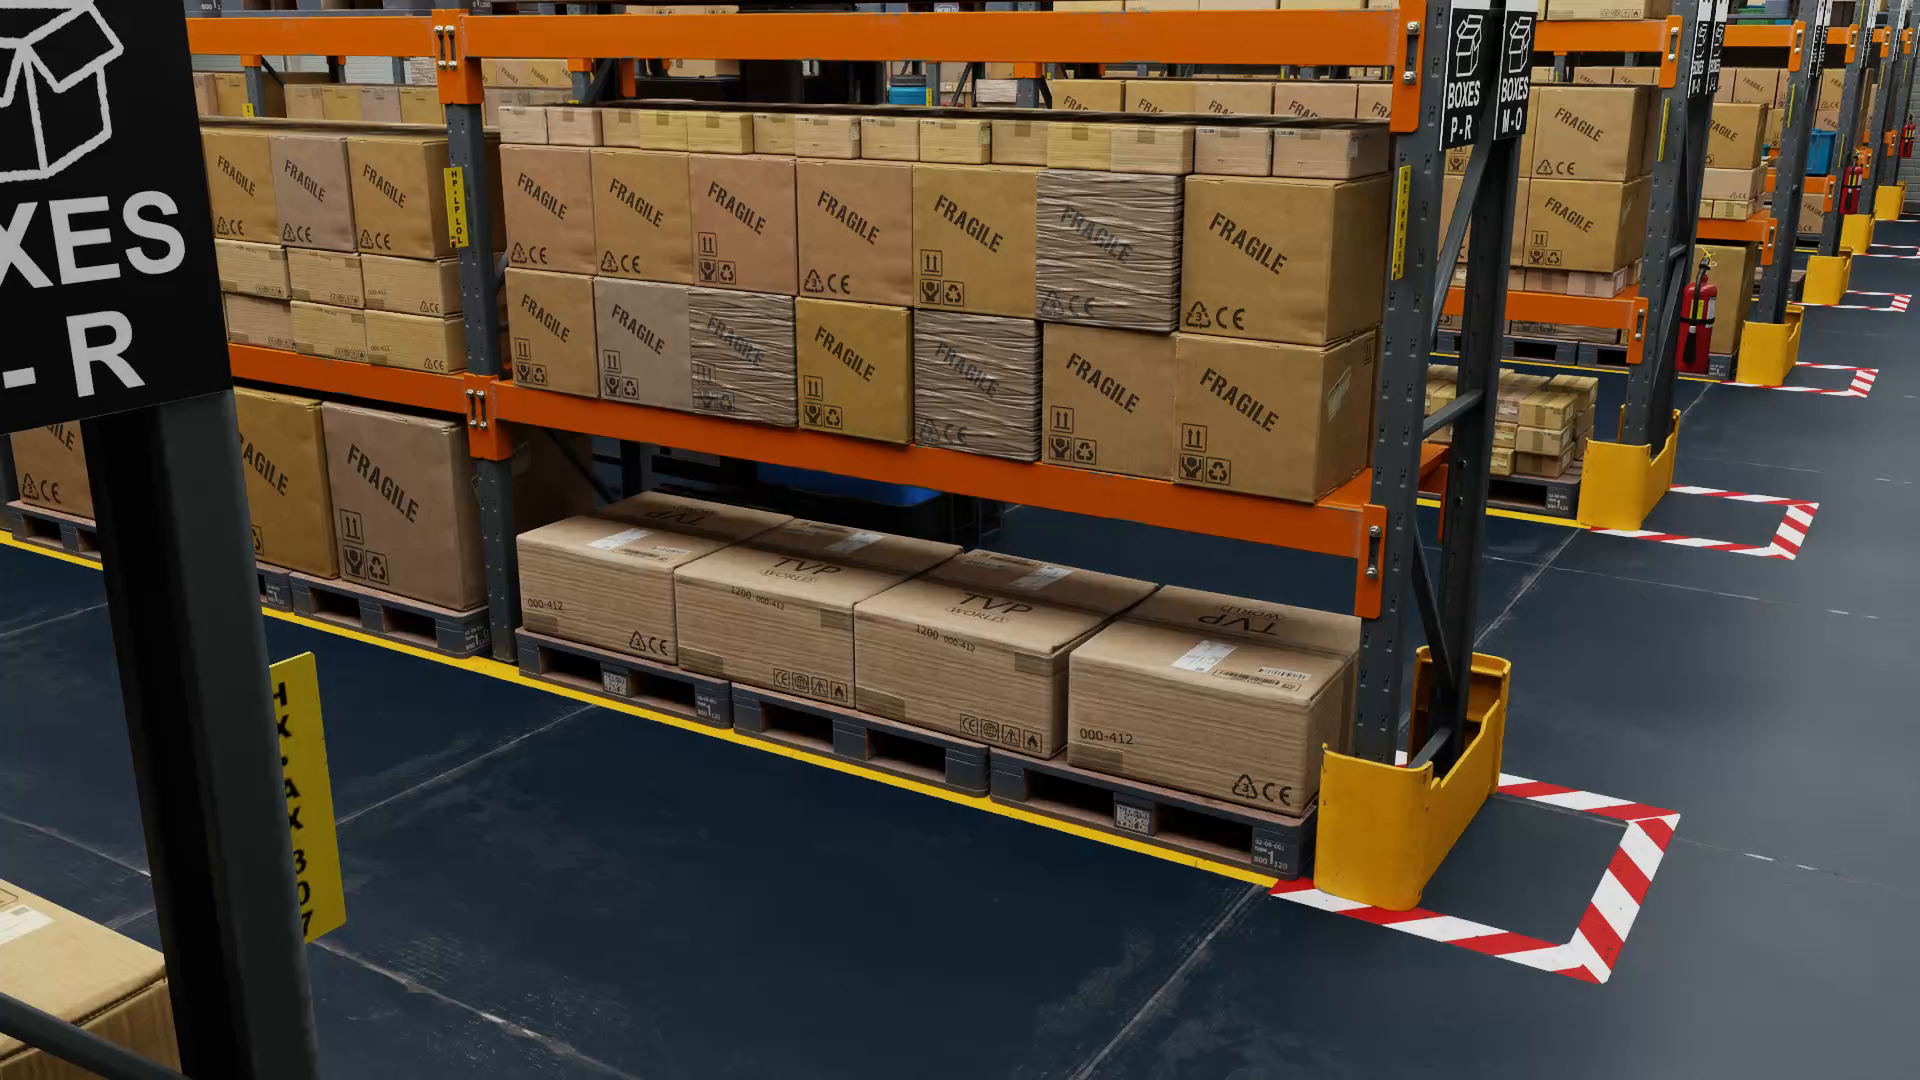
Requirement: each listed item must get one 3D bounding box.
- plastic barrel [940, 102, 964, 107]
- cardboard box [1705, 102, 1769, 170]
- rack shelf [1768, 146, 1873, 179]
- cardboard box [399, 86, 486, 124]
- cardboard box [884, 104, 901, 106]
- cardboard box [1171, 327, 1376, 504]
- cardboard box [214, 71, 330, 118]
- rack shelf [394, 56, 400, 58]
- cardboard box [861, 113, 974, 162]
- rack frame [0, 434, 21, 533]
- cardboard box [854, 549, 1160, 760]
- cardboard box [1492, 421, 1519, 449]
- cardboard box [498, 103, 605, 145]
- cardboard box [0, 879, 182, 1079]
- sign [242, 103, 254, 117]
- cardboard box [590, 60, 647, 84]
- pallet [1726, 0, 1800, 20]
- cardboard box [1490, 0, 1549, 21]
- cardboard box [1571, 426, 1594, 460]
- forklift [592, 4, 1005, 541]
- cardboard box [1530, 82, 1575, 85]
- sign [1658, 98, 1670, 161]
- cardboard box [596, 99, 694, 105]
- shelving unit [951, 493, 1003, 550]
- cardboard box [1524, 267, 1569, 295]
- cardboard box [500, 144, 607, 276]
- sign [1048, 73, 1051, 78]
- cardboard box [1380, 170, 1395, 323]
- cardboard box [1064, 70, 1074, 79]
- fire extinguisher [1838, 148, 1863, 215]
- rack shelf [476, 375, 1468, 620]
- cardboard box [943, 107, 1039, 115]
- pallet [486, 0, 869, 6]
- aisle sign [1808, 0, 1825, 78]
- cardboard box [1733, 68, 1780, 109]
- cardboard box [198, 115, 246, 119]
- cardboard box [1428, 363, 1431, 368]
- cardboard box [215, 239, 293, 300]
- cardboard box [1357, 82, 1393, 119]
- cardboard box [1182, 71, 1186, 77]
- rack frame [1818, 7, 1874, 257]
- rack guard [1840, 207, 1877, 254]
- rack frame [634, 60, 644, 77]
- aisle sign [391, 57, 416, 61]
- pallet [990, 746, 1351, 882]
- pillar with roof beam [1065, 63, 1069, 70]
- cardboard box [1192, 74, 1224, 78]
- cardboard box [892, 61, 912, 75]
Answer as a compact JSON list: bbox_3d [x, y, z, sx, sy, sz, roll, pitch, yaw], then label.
[{"bbox_3d":[-0.155,-5.766,22.968,0.433,0.535,0.433,0,17,0],"label":"plastic barrel"},{"bbox_3d":[6.225,-3.287,13.498,0.500,0.500,0.500,10,20,31],"label":"cardboard box"},{"bbox_3d":[10.261,-5.262,22.779,4.000,0.370,1.077,10,20,30],"label":"rack shelf"},{"bbox_3d":[-4.404,-3.681,14.447,0.500,0.500,0.700,10,20,30],"label":"cardboard box"},{"bbox_3d":[-1.048,-4.447,17.964,0.500,0.500,0.700,14,22,38],"label":"cardboard box"},{"bbox_3d":[1.042,-0.450,5.529,0.500,0.500,0.500,10,20,30],"label":"cardboard box"},{"bbox_3d":[-6.426,-4.114,15.648,0.550,0.550,0.875,10,20,30],"label":"cardboard box"},{"bbox_3d":[-5.152,-6.069,20.277,4.000,0.370,1.077,10,20,30],"label":"rack shelf"},{"bbox_3d":[-0.149,-1.461,6.022,0.250,0.149,0.380,11,20,32],"label":"cardboard box"},{"bbox_3d":[-5.225,-1.611,9.524,0.127,3.000,1.000,10,20,30],"label":"rack frame"},{"bbox_3d":[0.193,0.418,6.530,0.875,0.438,0.875,11,20,32],"label":"cardboard box"},{"bbox_3d":[3.303,-0.677,10.121,0.250,0.149,0.380,10,19,29],"label":"cardboard box"},{"bbox_3d":[-1.684,-1.727,6.897,0.250,0.149,0.380,10,19,29],"label":"cardboard box"},{"bbox_3d":[-1.248,0.629,1.895,0.500,0.250,0.500,10,20,30],"label":"cardboard box"},{"bbox_3d":[-6.418,-3.775,15.023,0.005,0.325,0.100,10,20,30],"label":"sign"},{"bbox_3d":[-3.975,-5.343,19.405,0.500,0.500,0.500,10,20,30],"label":"cardboard box"},{"bbox_3d":[6.140,-4.352,13.538,1.213,0.211,1.003,10,20,30],"label":"pallet"},{"bbox_3d":[3.132,-3.079,9.452,0.500,0.250,0.500,10,20,30],"label":"cardboard box"},{"bbox_3d":[3.817,-0.631,10.481,0.250,0.149,0.380,11,20,31],"label":"cardboard box"},{"bbox_3d":[-1.244,-1.644,9.752,3.031,2.935,1.130,11,20,32],"label":"forklift"},{"bbox_3d":[3.419,-2.513,10.090,0.500,0.500,0.500,11,20,32],"label":"cardboard box"},{"bbox_3d":[3.789,-2.206,8.948,0.005,0.325,0.100,10,20,30],"label":"sign"},{"bbox_3d":[-1.388,-1.871,7.372,0.250,0.149,0.380,10,19,29],"label":"cardboard box"},{"bbox_3d":[0.095,-0.555,9.145,0.189,1.200,0.258,11,20,32],"label":"shelving unit"},{"bbox_3d":[3.478,-1.542,9.729,0.250,0.149,0.380,10,20,30],"label":"cardboard box"},{"bbox_3d":[-1.538,-1.397,6.925,0.500,0.500,0.500,10,20,30],"label":"cardboard box"},{"bbox_3d":[1.451,-7.441,27.092,0.005,0.325,0.100,10,20,30],"label":"sign"},{"bbox_3d":[1.332,-1.064,5.831,0.500,0.500,0.500,10,19,29],"label":"cardboard box"},{"bbox_3d":[2.023,-8.954,32.632,0.500,0.500,0.500,9,19,28],"label":"cardboard box"},{"bbox_3d":[9.261,-3.724,17.256,0.183,0.674,0.296,10,20,30],"label":"fire extinguisher"},{"bbox_3d":[-0.113,-0.354,6.624,4.000,0.370,1.077,10,20,30],"label":"rack shelf"},{"bbox_3d":[0.135,-1.600,6.479,0.250,0.149,0.380,10,19,29],"label":"cardboard box"},{"bbox_3d":[-1.125,-2.268,6.680,1.213,0.211,1.003,10,20,30],"label":"pallet"},{"bbox_3d":[6.682,-4.007,12.940,0.004,0.787,0.394,10,20,30],"label":"aisle sign"},{"bbox_3d":[10.567,-5.982,22.020,0.500,0.500,0.500,11,20,32],"label":"cardboard box"},{"bbox_3d":[-4.206,-2.048,9.069,0.500,0.500,0.500,11,20,31],"label":"cardboard box"},{"bbox_3d":[2.896,-1.065,10.885,0.250,0.149,0.380,11,20,32],"label":"cardboard box"},{"bbox_3d":[-3.194,-1.328,7.992,0.500,0.250,0.500,11,20,31],"label":"cardboard box"},{"bbox_3d":[2.696,-2.466,9.935,0.500,0.500,0.500,11,20,33],"label":"cardboard box"},{"bbox_3d":[4.038,-8.774,32.039,0.500,0.500,0.500,10,19,29],"label":"cardboard box"},{"bbox_3d":[9.370,-4.075,17.637,0.127,3.000,1.000,10,20,30],"label":"rack frame"},{"bbox_3d":[11.901,-4.117,22.075,0.348,0.500,1.175,10,20,30],"label":"rack guard"},{"bbox_3d":[-3.447,-4.674,19.607,0.127,3.000,1.000,10,20,30],"label":"rack frame"},{"bbox_3d":[-7.066,-6.461,21.019,0.004,0.787,0.394,10,20,30],"label":"aisle sign"},{"bbox_3d":[0.869,0.838,6.260,1.213,0.211,1.003,10,20,30],"label":"pallet"},{"bbox_3d":[-0.283,-10.875,29.699,0.400,9.000,9.100,10,20,30],"label":"pillar with roof beam"},{"bbox_3d":[4.745,-8.527,31.362,0.500,0.500,0.700,10,20,30],"label":"cardboard box"},{"bbox_3d":[-0.781,-8.243,28.953,0.500,0.500,0.700,10,19,29],"label":"cardboard box"}]
